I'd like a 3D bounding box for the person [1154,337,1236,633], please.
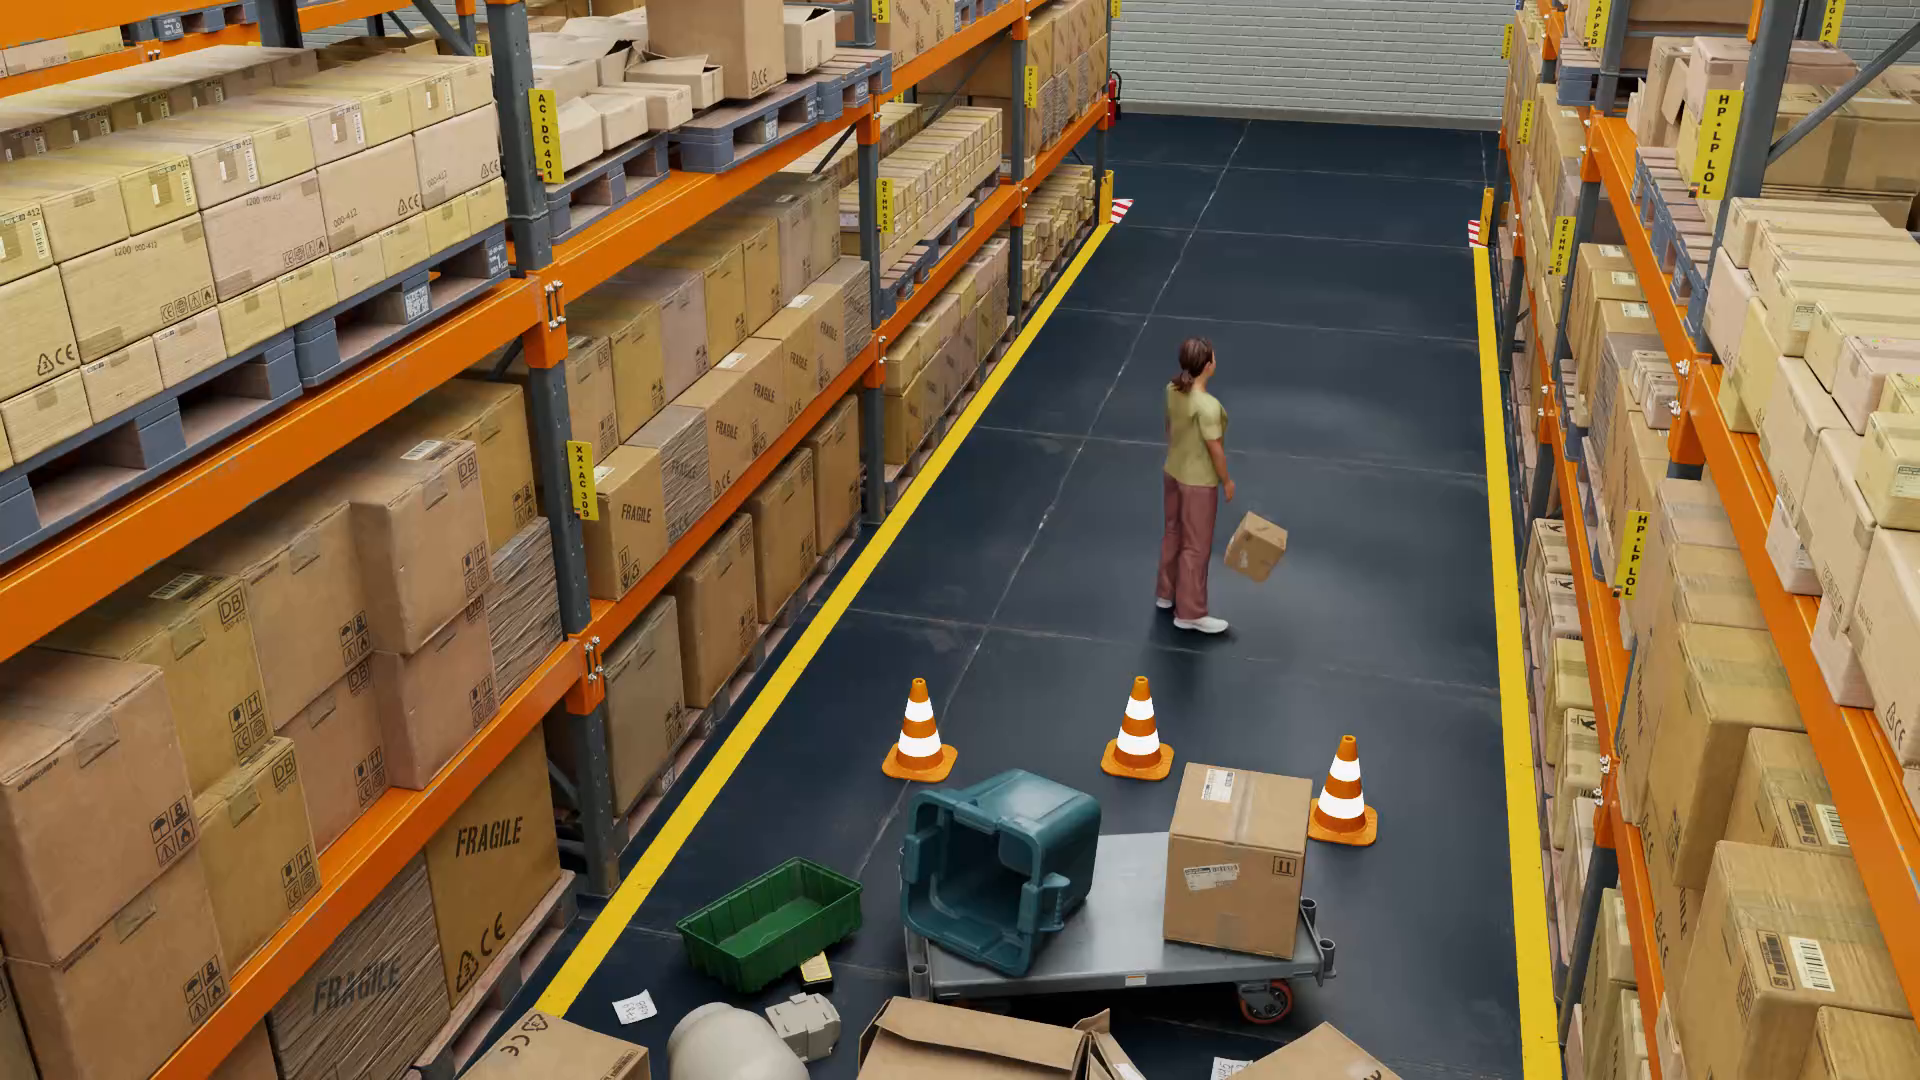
[{"bbox_3d":[1.308,-0.322,9.239,0.397,1.683,0.544,-13,28,-25],"label":"person"}]
